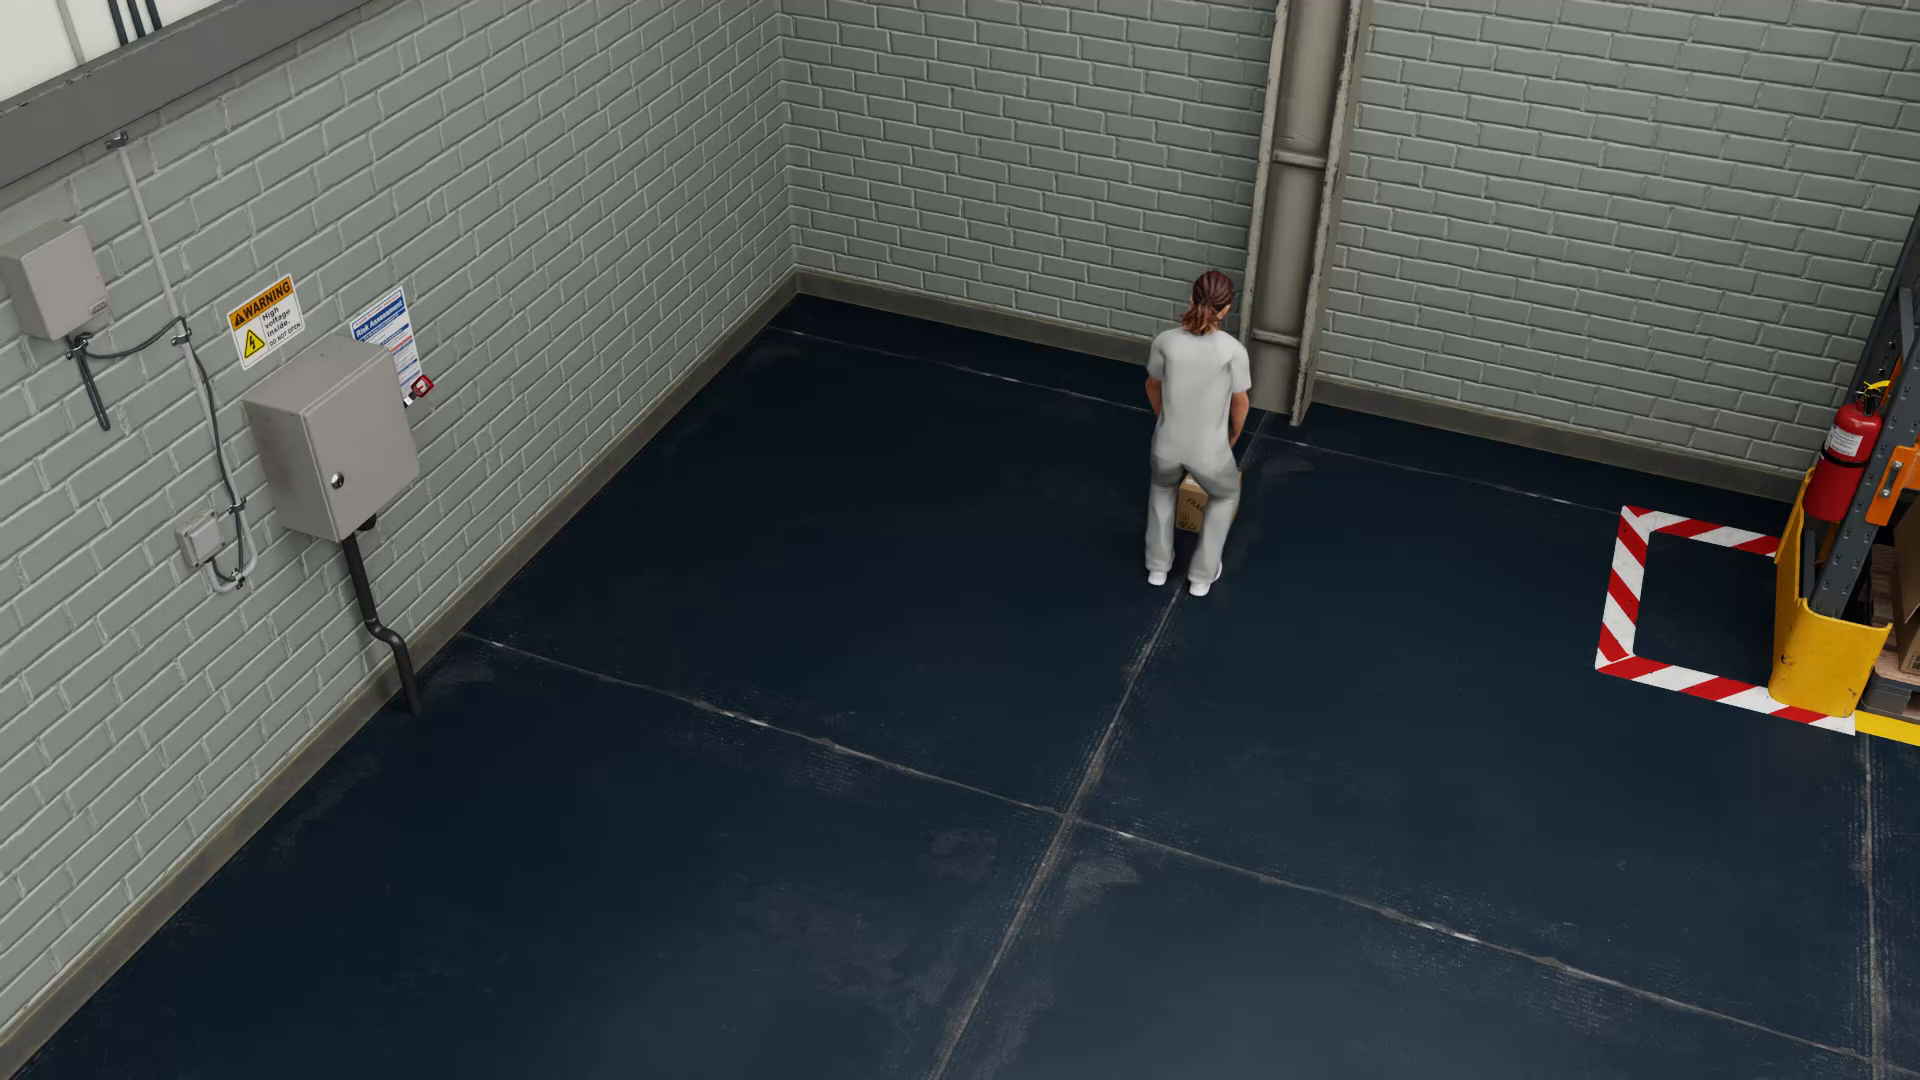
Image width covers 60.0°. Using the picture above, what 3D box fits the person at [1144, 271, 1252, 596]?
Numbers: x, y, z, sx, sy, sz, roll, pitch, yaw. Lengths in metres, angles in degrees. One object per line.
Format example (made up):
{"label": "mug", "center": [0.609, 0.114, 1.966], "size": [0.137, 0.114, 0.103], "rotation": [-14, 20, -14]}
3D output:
{"label": "person", "center": [1.046, -0.464, 7.542], "size": [0.480, 1.536, 0.511], "rotation": [15, 40, 18]}
